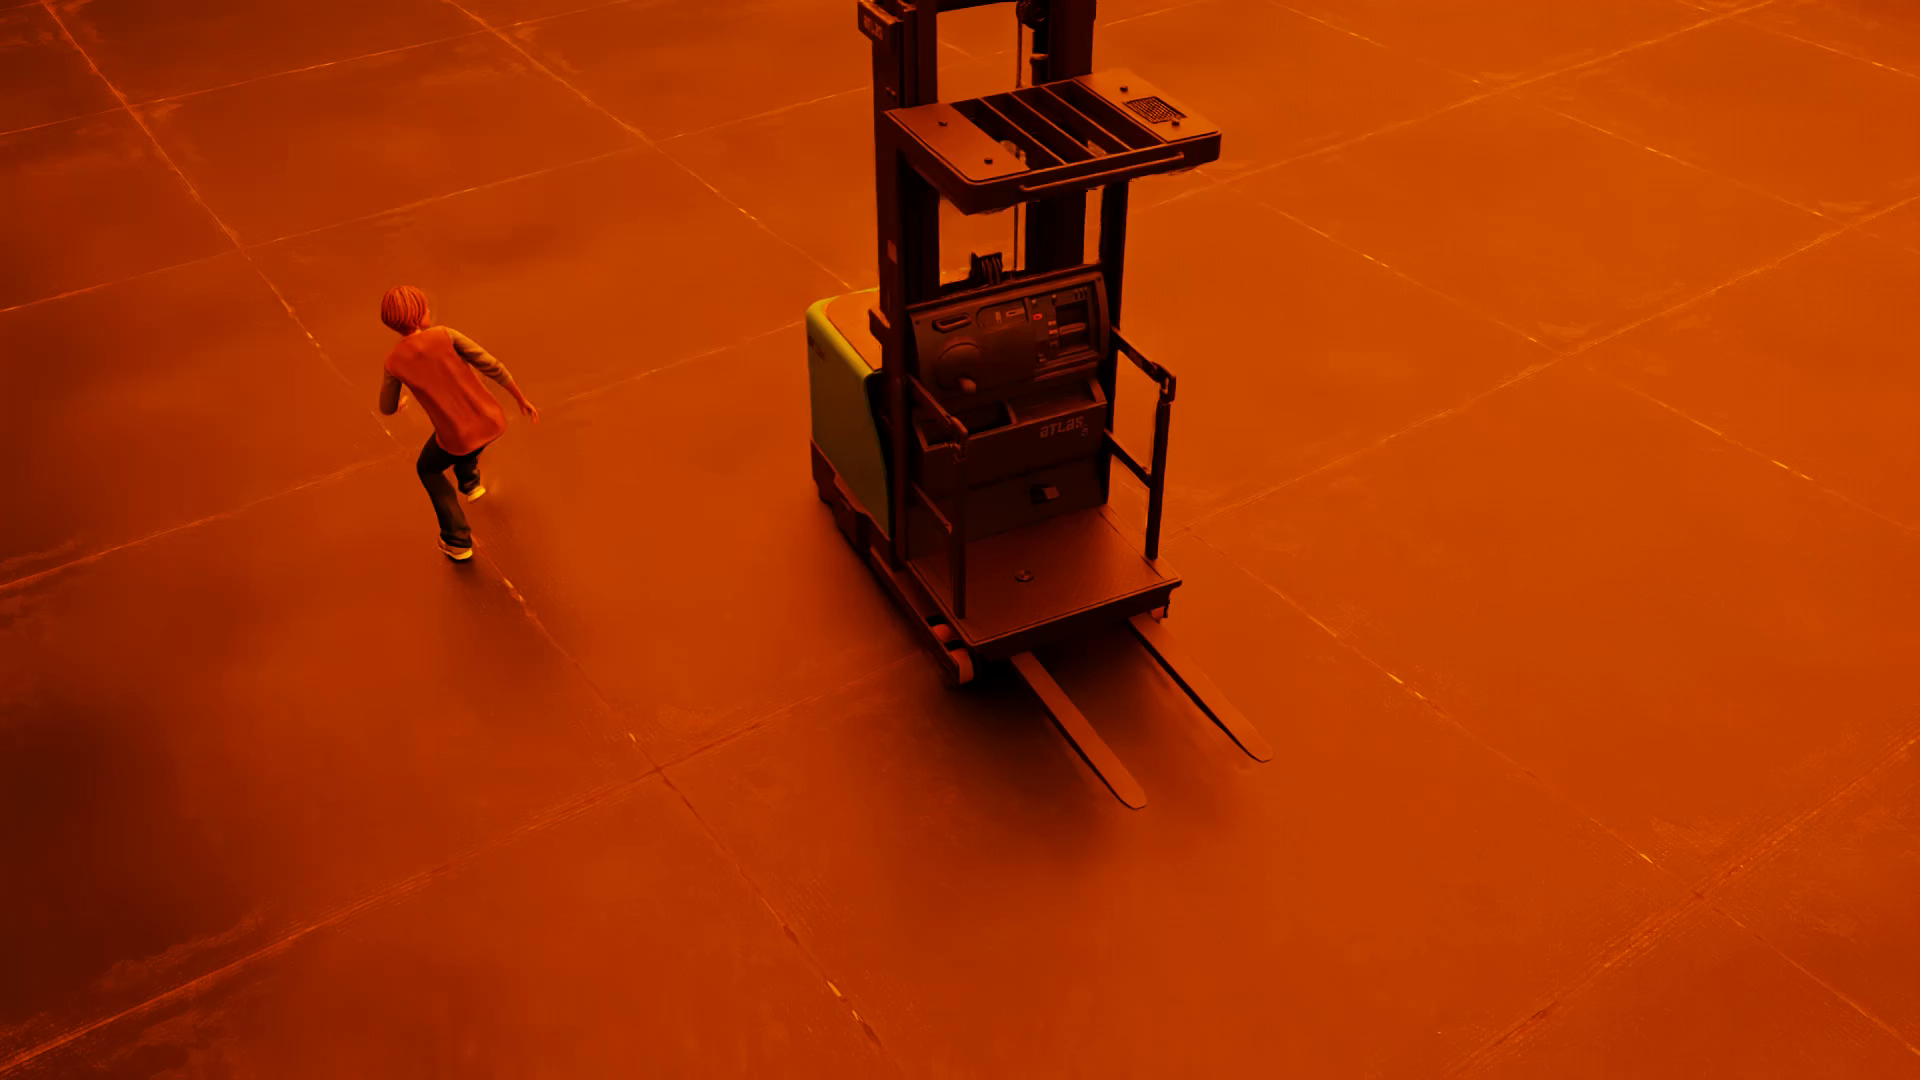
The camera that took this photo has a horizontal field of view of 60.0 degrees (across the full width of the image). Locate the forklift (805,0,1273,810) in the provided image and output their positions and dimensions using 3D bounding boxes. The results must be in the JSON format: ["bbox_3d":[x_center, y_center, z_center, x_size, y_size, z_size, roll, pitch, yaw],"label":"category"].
[{"bbox_3d":[0.322,-0.825,7.061,1.130,2.935,3.031,-16,39,-21],"label":"forklift"}]

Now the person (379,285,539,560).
[{"bbox_3d":[-2.476,-0.626,8.111,0.642,1.398,0.654,-24,43,-29],"label":"person"}]
